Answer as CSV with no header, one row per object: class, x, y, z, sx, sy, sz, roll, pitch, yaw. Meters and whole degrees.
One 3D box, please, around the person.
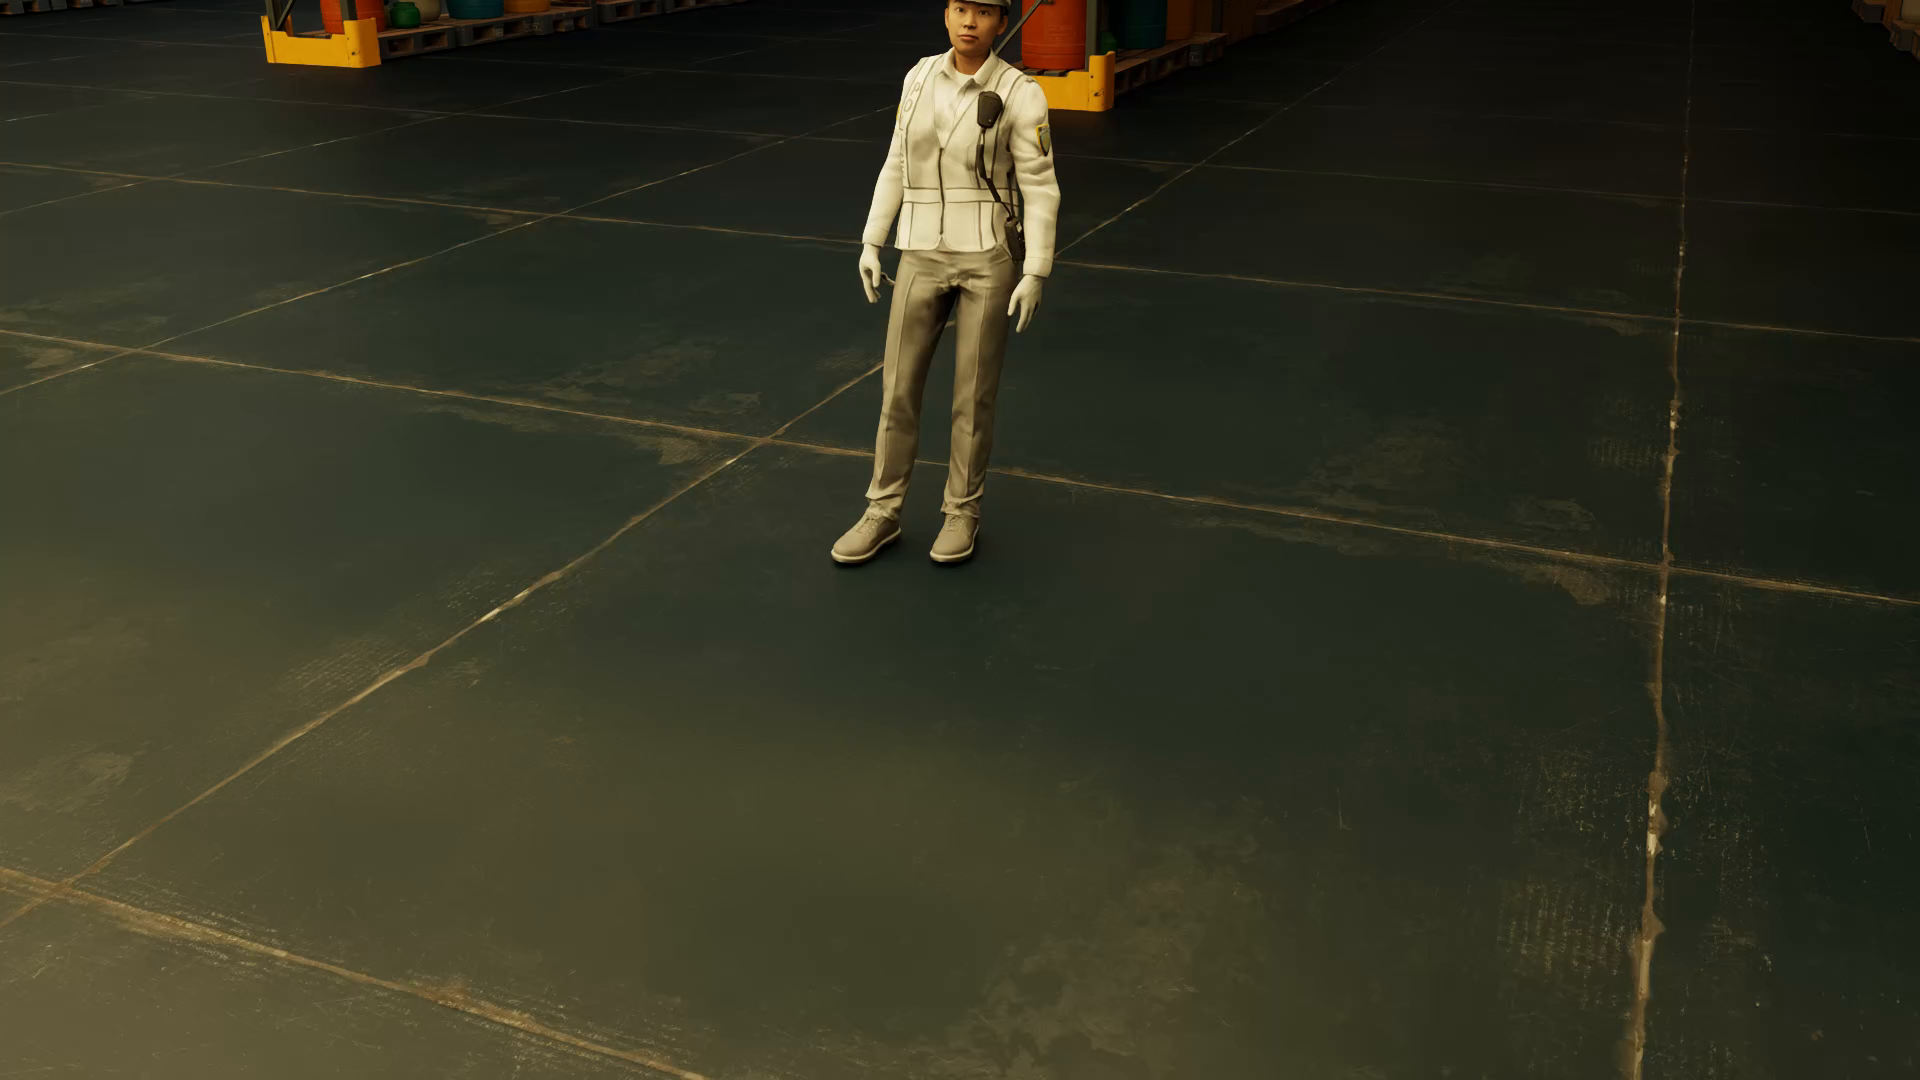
person,-0.033,-0.765,4.707,0.587,1.694,0.530,9,24,21
